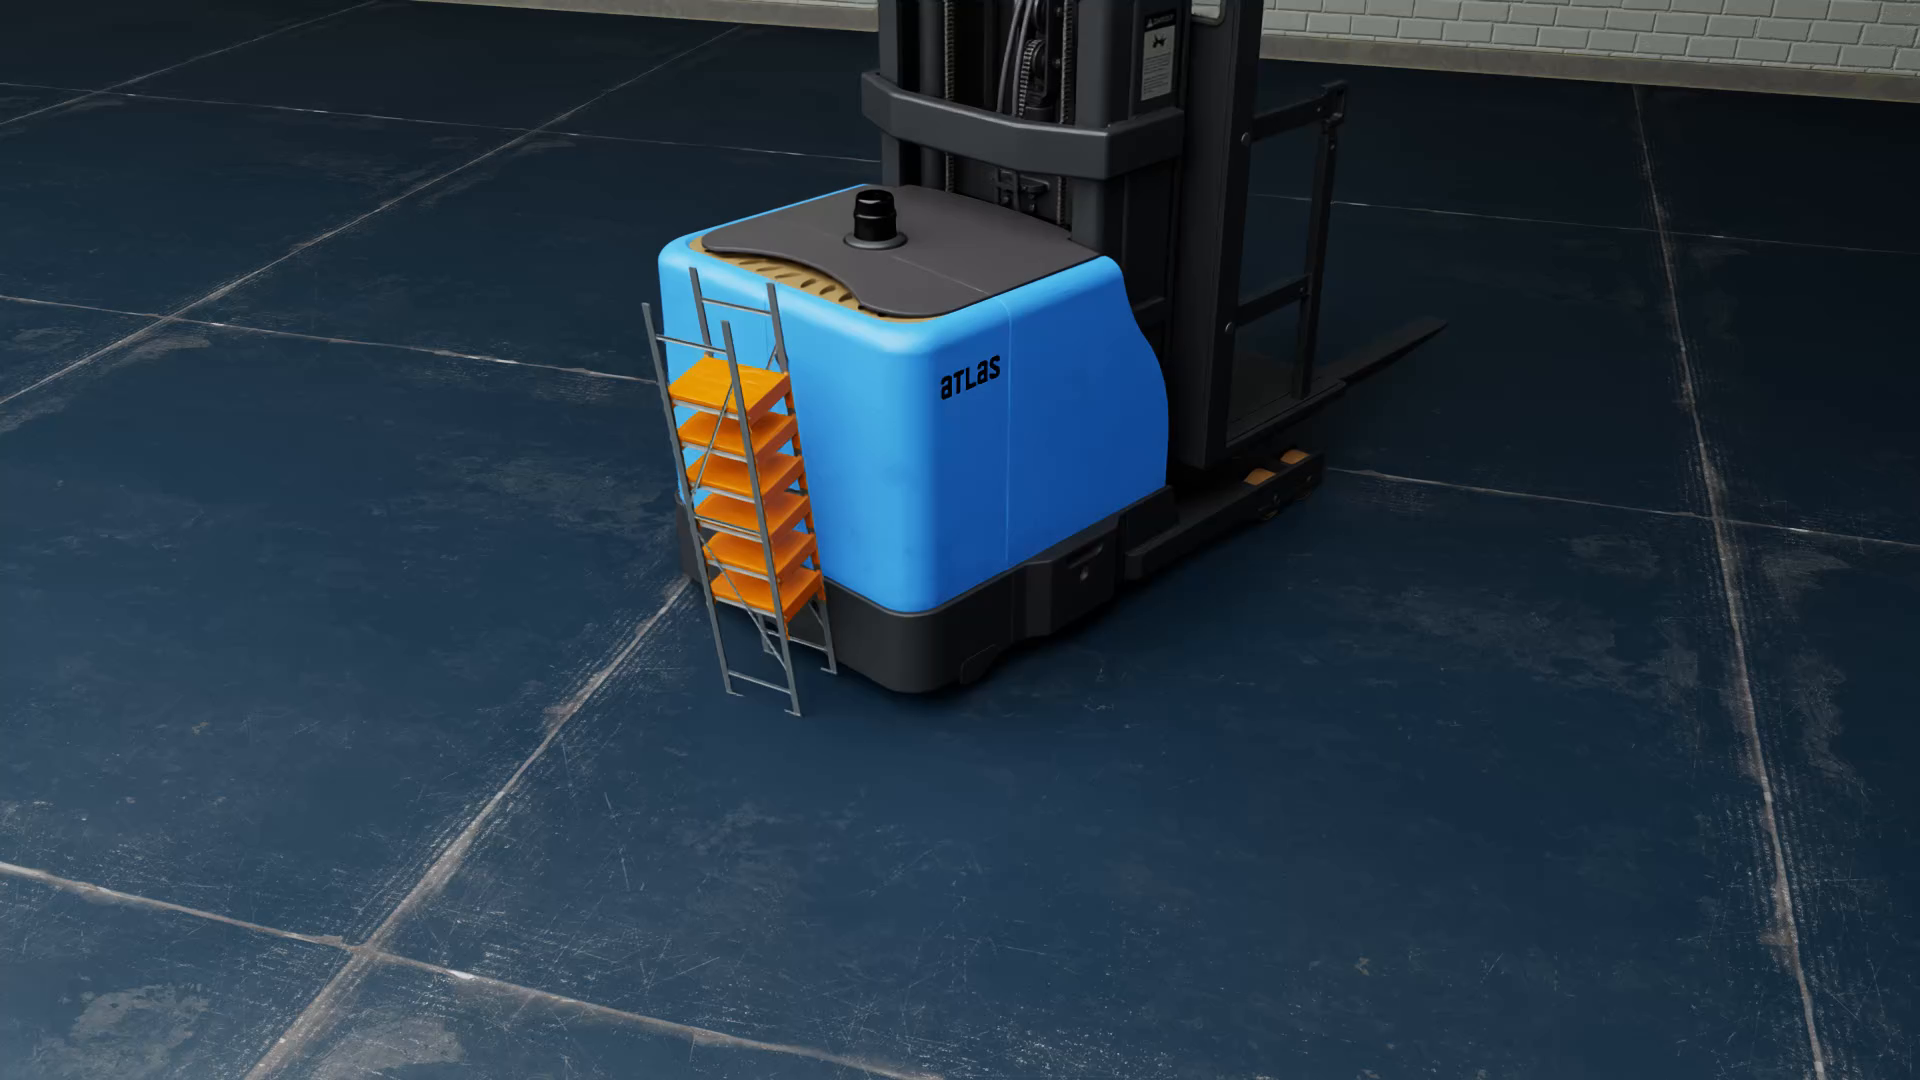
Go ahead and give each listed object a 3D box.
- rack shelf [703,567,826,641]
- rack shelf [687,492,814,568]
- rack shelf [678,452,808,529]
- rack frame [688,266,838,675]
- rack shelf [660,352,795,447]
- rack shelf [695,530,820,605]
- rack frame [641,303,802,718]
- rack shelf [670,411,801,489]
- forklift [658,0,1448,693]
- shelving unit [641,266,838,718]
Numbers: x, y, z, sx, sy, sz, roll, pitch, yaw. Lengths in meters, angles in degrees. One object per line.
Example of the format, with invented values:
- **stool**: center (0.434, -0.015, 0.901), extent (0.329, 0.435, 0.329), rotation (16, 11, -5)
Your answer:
- **rack shelf**: center (-0.506, 0.140, 4.325), extent (0.258, 0.103, 0.180), rotation (15, 42, 25)
- **rack shelf**: center (-0.525, -0.051, 4.181), extent (0.258, 0.103, 0.180), rotation (15, 42, 25)
- **rack shelf**: center (-0.534, -0.146, 4.108), extent (0.258, 0.103, 0.180), rotation (15, 42, 25)
- **rack frame**: center (-0.485, -0.138, 4.216), extent (0.240, 1.200, 0.006), rotation (15, 42, 25)
- **rack shelf**: center (-0.552, -0.337, 3.963), extent (0.258, 0.103, 0.180), rotation (15, 42, 25)
- **rack shelf**: center (-0.515, 0.044, 4.253), extent (0.258, 0.103, 0.180), rotation (15, 42, 25)
- **rack frame**: center (-0.571, -0.035, 4.092), extent (0.240, 1.200, 0.006), rotation (15, 42, 25)
- **rack shelf**: center (-0.543, -0.241, 4.036), extent (0.258, 0.103, 0.180), rotation (15, 42, 25)
- **forklift**: center (0.553, -1.499, 4.929), extent (1.130, 2.935, 3.031), rotation (25, 38, 37)
- **shelving unit**: center (-0.528, -0.086, 4.154), extent (0.258, 1.200, 0.189), rotation (15, 42, 25)
